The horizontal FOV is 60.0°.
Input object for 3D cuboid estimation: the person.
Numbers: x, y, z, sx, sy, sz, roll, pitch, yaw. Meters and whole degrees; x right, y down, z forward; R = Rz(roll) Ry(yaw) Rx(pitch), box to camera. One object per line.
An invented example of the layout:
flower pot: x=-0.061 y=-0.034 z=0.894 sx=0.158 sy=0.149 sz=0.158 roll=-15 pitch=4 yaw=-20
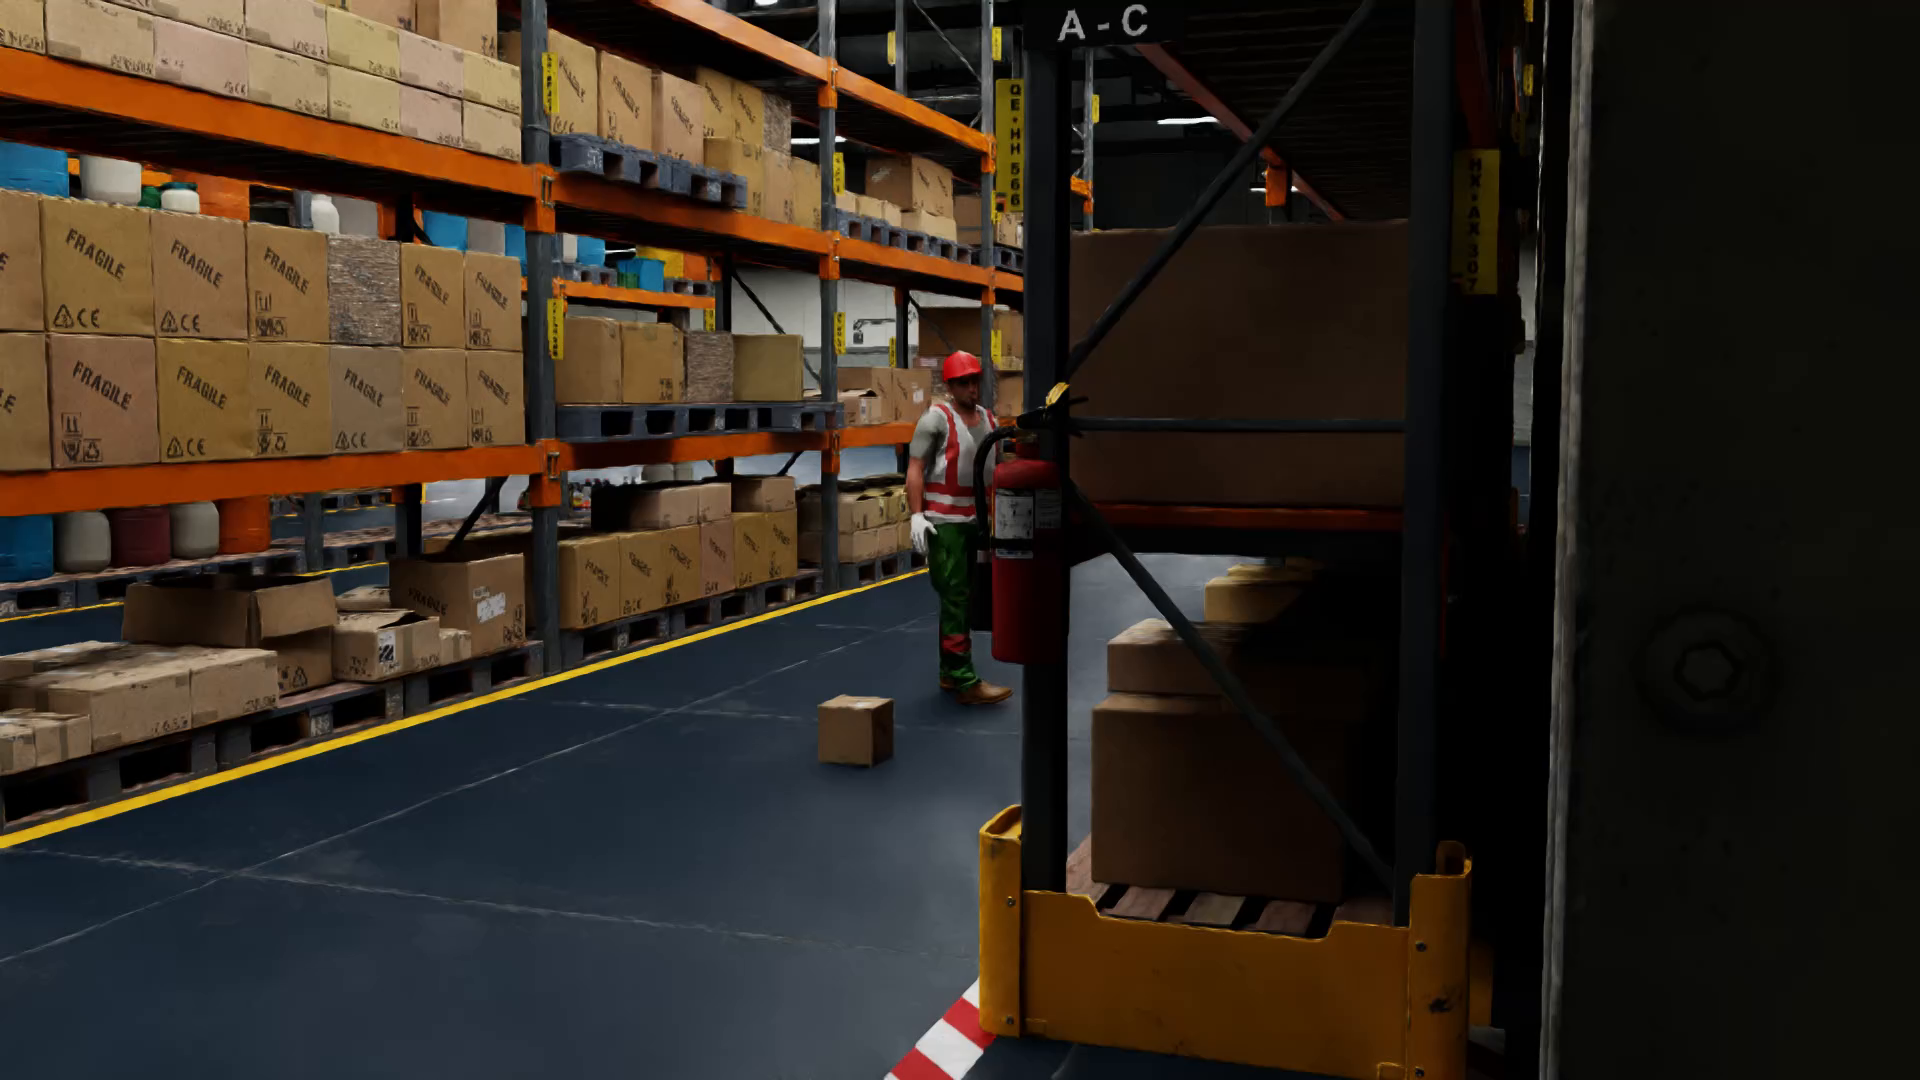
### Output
person: x=0.029 y=-0.067 z=8.468 sx=0.684 sy=1.785 sz=0.617 roll=-5 pitch=7 yaw=-44
